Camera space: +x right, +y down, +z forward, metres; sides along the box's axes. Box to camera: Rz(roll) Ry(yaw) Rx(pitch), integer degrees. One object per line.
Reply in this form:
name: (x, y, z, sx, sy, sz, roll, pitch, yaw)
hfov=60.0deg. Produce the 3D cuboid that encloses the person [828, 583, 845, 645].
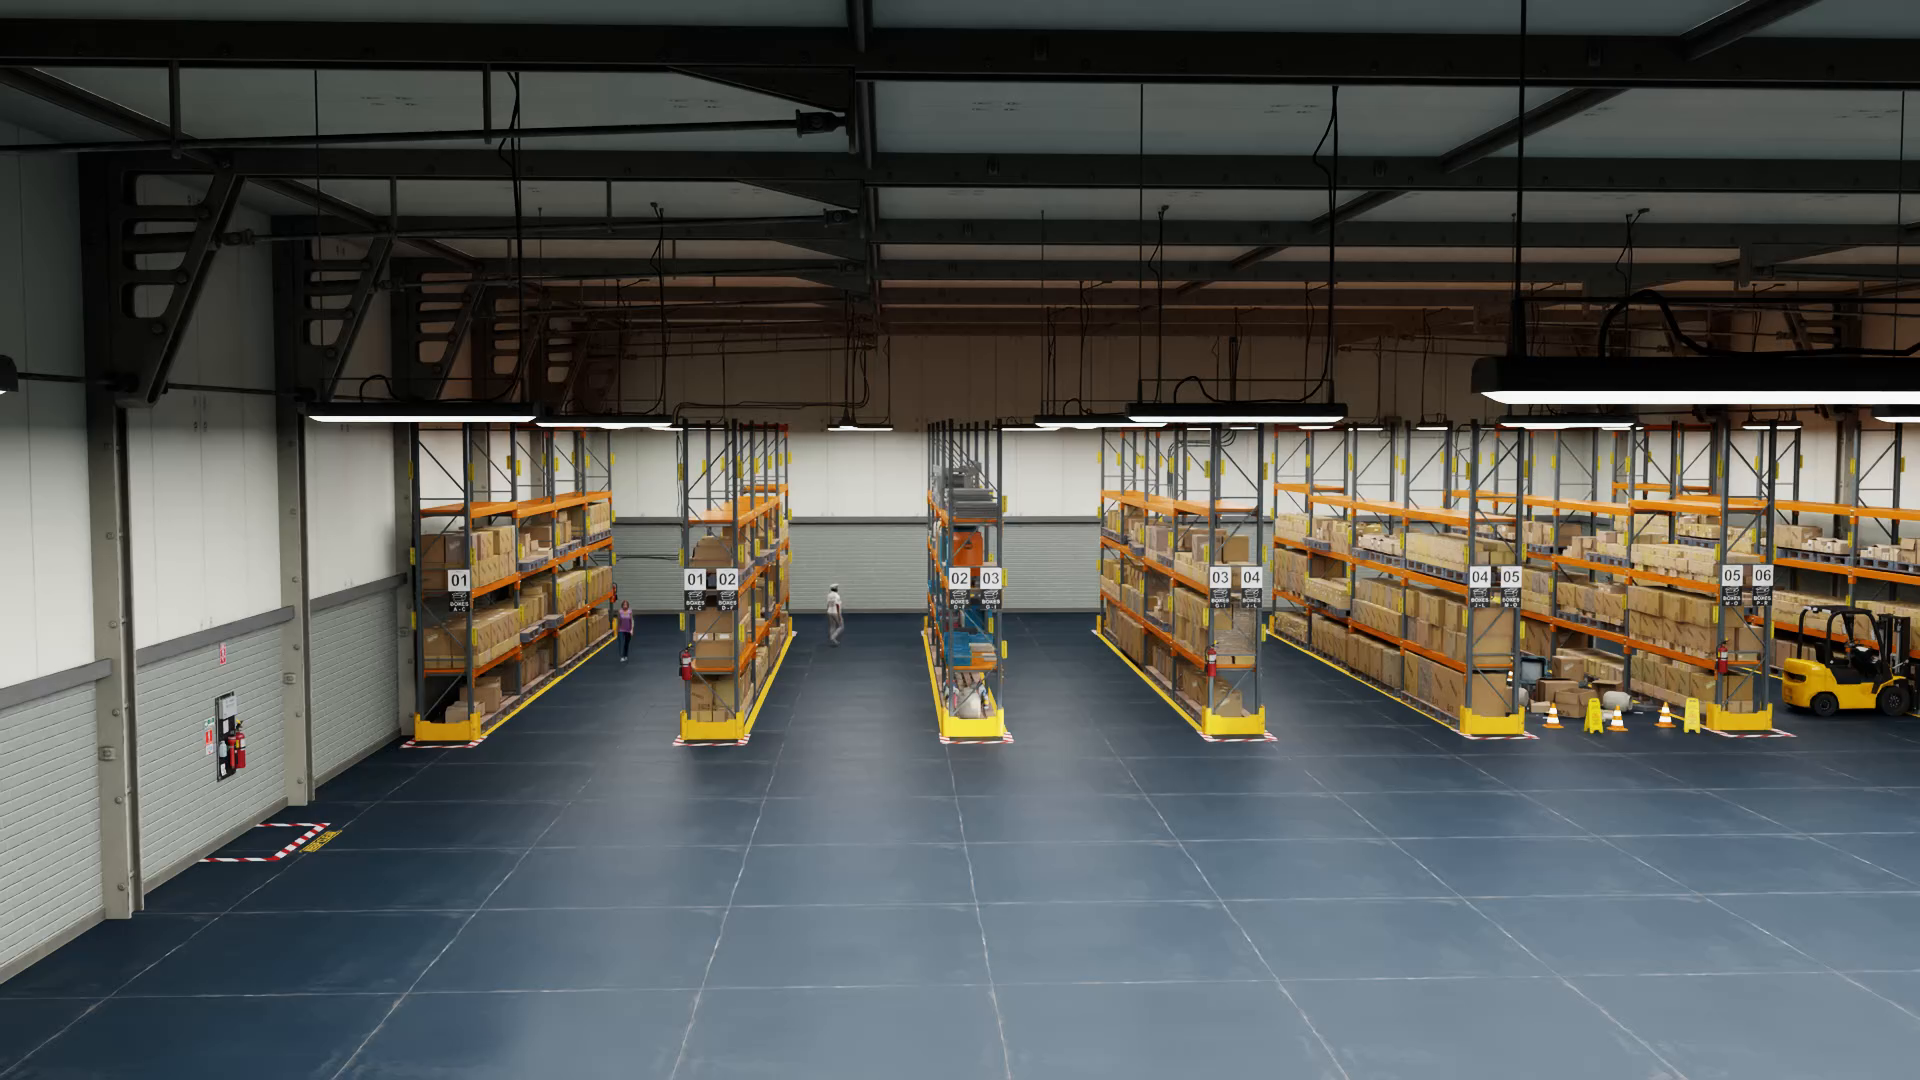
person: (-3.412, 2.017, 44.848, 0.484, 1.670, 0.464, 4, 5, 44)

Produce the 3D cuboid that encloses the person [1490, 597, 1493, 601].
person: (13.242, 2.243, 41.488, 0.654, 1.654, 0.770, -1, 4, -11)

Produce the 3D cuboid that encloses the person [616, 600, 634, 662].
person: (-8.342, 2.276, 41.440, 0.443, 1.541, 0.986, -2, 4, -24)
